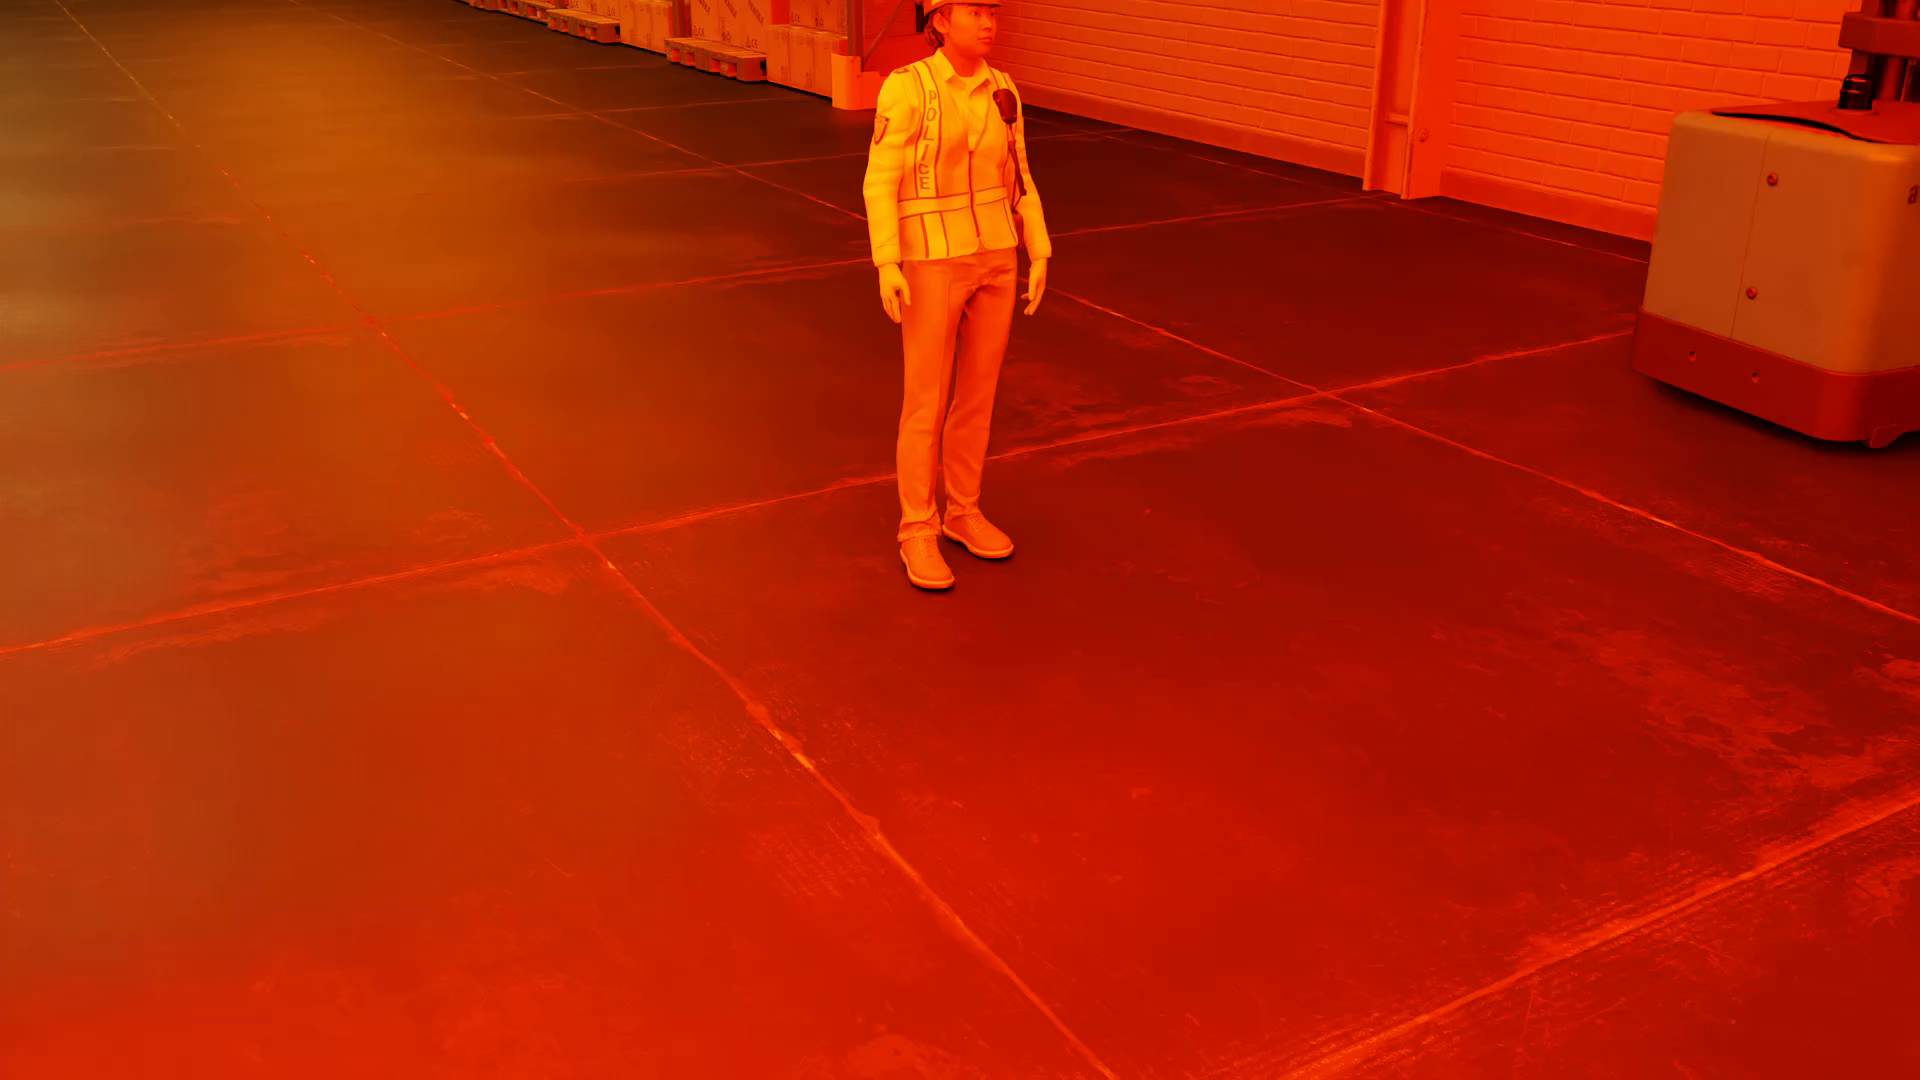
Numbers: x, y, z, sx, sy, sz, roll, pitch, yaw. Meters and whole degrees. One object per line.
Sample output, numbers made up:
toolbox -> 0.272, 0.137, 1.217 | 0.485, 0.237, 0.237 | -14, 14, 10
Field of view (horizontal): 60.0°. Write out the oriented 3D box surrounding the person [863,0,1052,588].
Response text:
person -> 0.029, -0.767, 4.753 | 0.588, 1.695, 0.531 | -12, 25, -28

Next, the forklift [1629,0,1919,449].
forklift -> 4.228, -2.017, 6.190 | 3.031, 2.935, 1.130 | -9, 24, -20
